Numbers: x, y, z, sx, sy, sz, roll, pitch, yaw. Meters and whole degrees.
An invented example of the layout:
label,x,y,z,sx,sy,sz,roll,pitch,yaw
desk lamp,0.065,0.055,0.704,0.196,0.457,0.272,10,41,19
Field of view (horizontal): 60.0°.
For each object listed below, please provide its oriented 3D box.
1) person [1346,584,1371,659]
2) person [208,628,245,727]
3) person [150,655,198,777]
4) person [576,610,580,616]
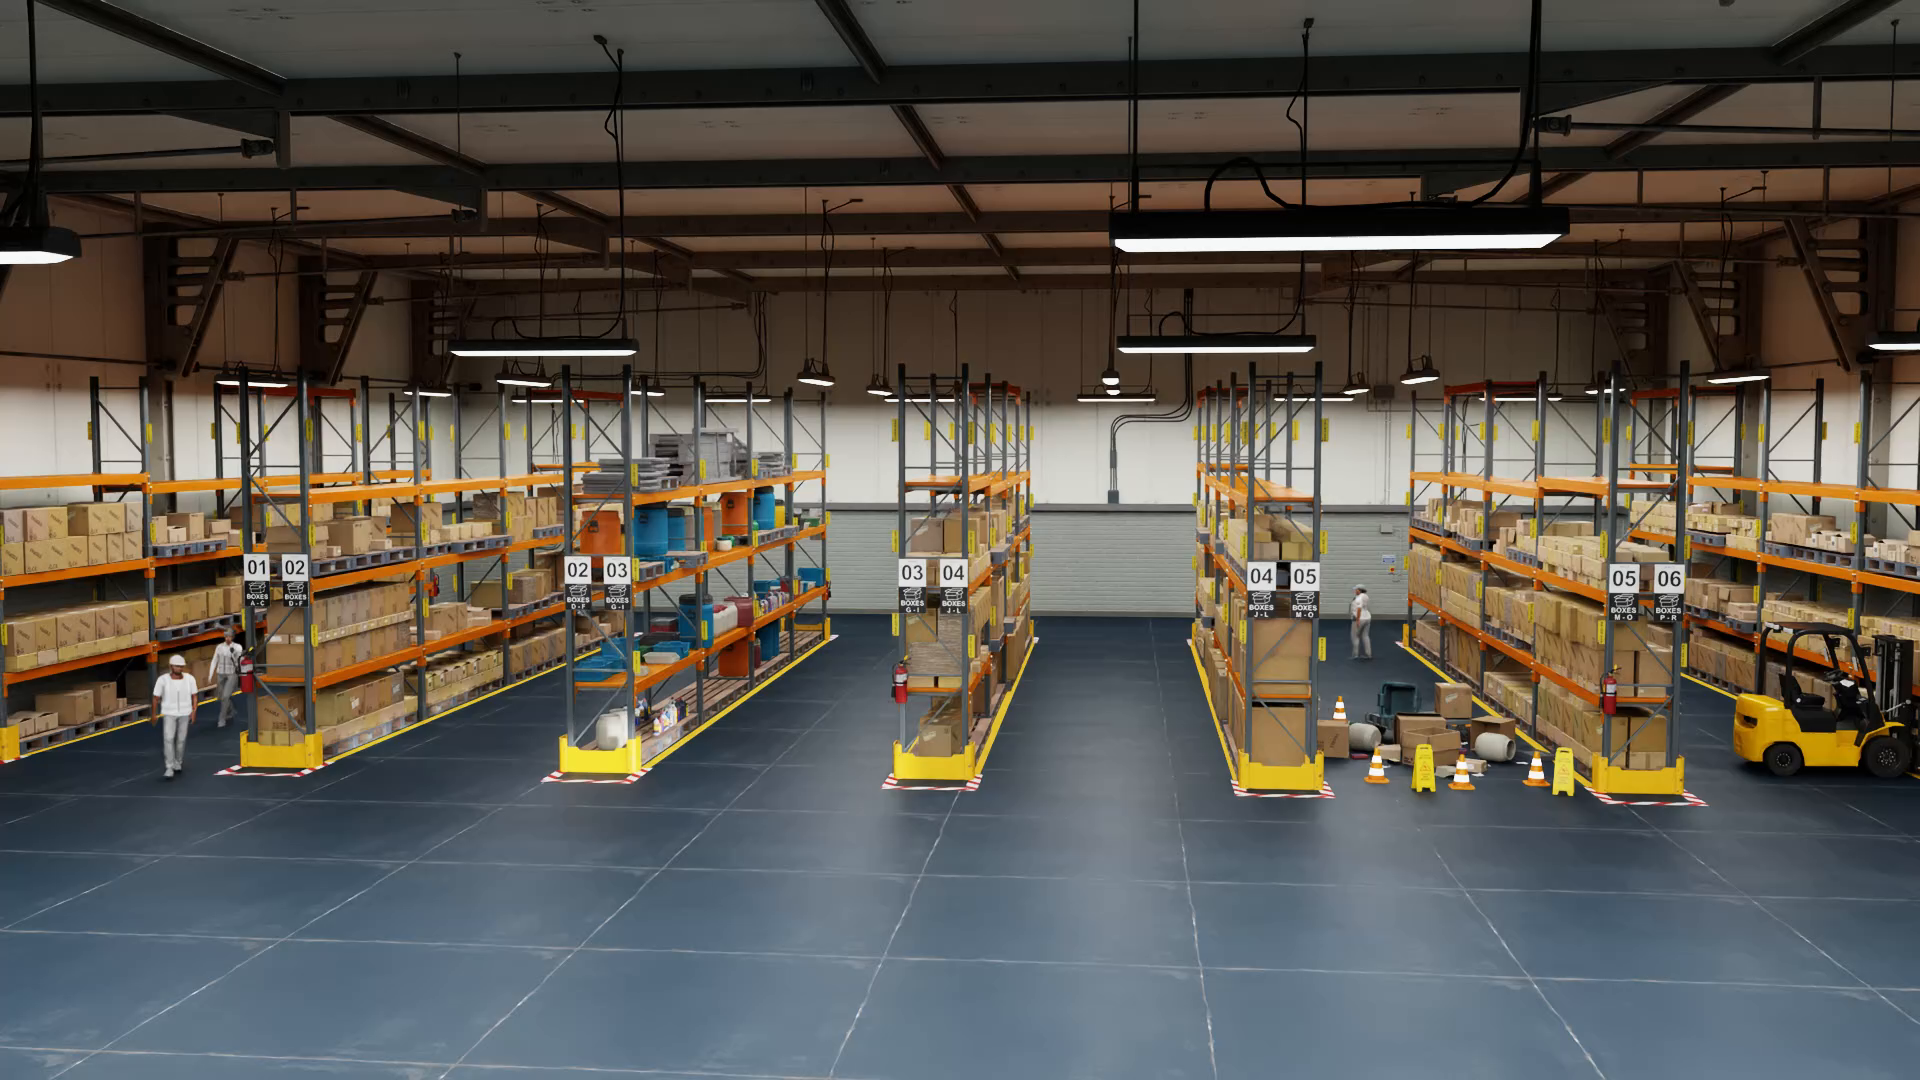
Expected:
label,x,y,z,sx,sy,sz,roll,pitch,yaw
person,8.902,1.821,36.950,0.541,1.699,0.572,-4,5,-44
person,-12.638,2.353,28.715,0.569,1.682,0.710,0,4,0
person,-11.460,2.556,24.340,0.626,1.721,0.906,-3,5,-39
person,-10.388,1.351,44.530,0.421,1.562,0.768,0,4,4
